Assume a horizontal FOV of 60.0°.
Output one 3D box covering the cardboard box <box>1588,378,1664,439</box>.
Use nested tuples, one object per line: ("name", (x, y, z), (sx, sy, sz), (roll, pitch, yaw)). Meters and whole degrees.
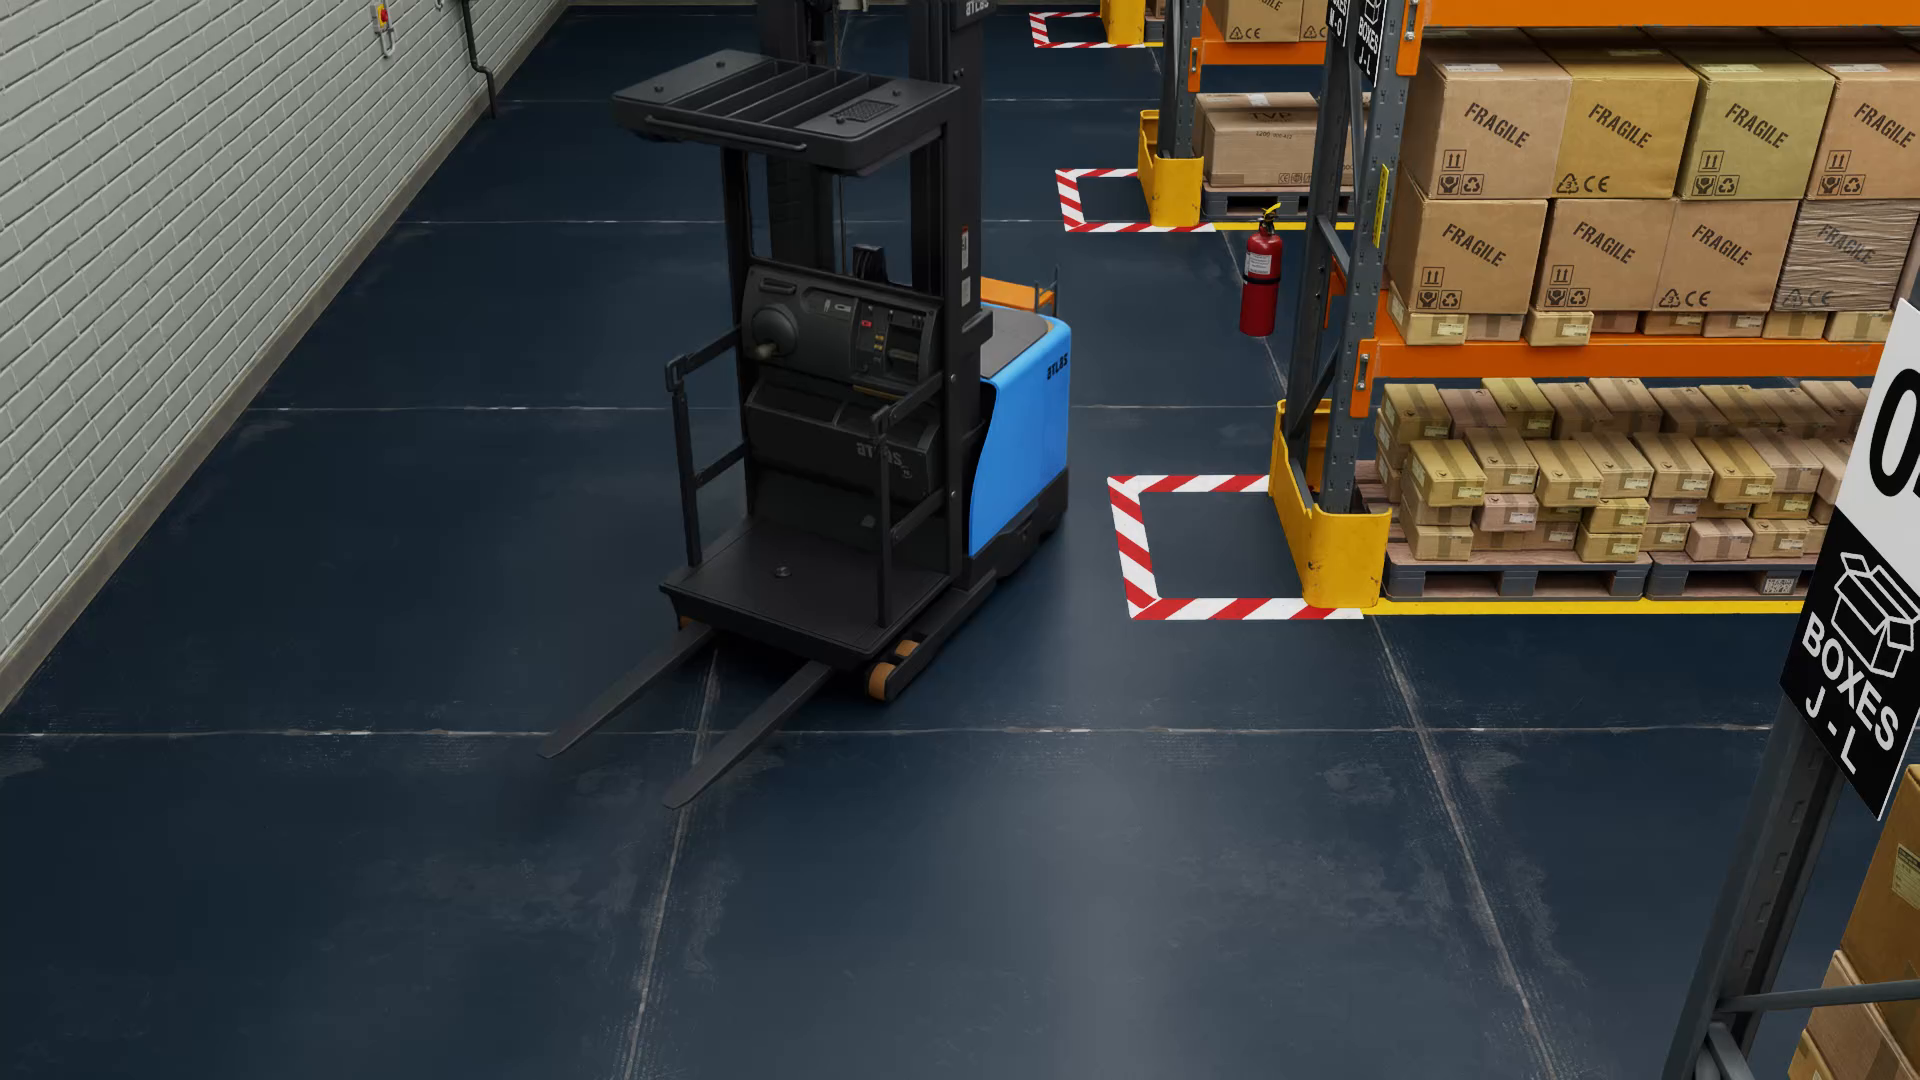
("cardboard box", (3.270, -0.652, 8.202), (0.250, 0.149, 0.380), (1, 31, 2))

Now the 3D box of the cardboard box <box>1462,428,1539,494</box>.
("cardboard box", (2.505, -0.372, 7.741), (0.250, 0.149, 0.380), (0, 31, 1))

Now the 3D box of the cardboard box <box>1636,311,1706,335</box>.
("cardboard box", (3.084, -1.047, 7.326), (0.250, 0.149, 0.380), (0, 31, -1))

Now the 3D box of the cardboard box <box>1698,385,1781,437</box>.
("cardboard box", (3.796, -0.610, 8.134), (0.250, 0.149, 0.380), (0, 31, 0))

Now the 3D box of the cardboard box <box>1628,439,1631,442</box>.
("cardboard box", (3.268, -0.517, 8.266), (0.250, 0.149, 0.380), (0, 31, 0))

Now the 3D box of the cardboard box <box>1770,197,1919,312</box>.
("cardboard box", (3.690, -1.311, 7.136), (0.500, 0.500, 0.500), (-1, 31, -2))

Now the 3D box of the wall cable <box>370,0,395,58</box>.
("wall cable", (-4.065, -4.253, 11.359), (0.123, 1.953, 0.585), (0, 31, 0))

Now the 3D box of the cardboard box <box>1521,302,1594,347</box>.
("cardboard box", (2.554, -0.987, 7.227), (0.250, 0.149, 0.380), (-1, 31, -2))

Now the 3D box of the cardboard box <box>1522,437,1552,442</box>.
("cardboard box", (2.750, -0.508, 8.253), (0.250, 0.149, 0.380), (-1, 31, -2))

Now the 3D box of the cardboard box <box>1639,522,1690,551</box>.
("cardboard box", (3.251, -0.106, 7.877), (0.250, 0.149, 0.380), (0, 31, 0))

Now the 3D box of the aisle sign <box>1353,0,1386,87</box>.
("aisle sign", (1.633, -2.224, 6.517), (0.004, 0.787, 0.394), (0, 31, 0))

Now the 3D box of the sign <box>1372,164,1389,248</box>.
("sign", (1.708, -1.357, 6.760), (0.005, 0.325, 0.100), (0, 31, 0))

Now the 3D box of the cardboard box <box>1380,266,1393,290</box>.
("cardboard box", (2.029, -1.308, 7.757), (0.250, 0.149, 0.380), (0, 31, 0))

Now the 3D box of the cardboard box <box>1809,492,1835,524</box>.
("cardboard box", (4.079, -0.234, 7.801), (0.250, 0.149, 0.380), (-2, 31, -3))

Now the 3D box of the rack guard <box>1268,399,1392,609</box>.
("rack guard", (1.780, -0.200, 8.097), (0.348, 0.500, 1.175), (0, 31, 0))

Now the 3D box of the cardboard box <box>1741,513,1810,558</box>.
("cardboard box", (3.777, -0.076, 7.827), (0.250, 0.149, 0.380), (0, 31, 0))

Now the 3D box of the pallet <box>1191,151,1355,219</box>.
("pallet", (2.373, -2.686, 12.474), (1.213, 0.211, 1.003), (0, 31, 0))

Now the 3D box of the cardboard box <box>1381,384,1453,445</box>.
("cardboard box", (2.232, -0.616, 8.144), (0.250, 0.149, 0.380), (0, 31, 0))

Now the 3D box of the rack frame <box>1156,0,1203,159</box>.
("rack frame", (1.574, -3.835, 11.680), (0.127, 3.000, 1.000), (0, 31, 0))

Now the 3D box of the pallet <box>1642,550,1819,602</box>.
("pallet", (3.810, -0.063, 8.150), (1.213, 0.211, 1.003), (0, 31, 0))

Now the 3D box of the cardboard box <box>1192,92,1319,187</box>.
("cardboard box", (2.233, -2.974, 12.324), (0.875, 0.438, 0.875), (-1, 31, -2))

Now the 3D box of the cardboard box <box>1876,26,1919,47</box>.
("cardboard box", (4.229, -2.008, 7.321), (0.500, 0.500, 0.500), (0, 31, 1))

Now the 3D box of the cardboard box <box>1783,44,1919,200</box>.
("cardboard box", (3.689, -1.728, 6.859), (0.500, 0.500, 0.500), (-1, 31, -2))

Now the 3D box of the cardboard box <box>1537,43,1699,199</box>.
("cardboard box", (2.660, -1.734, 6.869), (0.500, 0.500, 0.500), (1, 31, 1))

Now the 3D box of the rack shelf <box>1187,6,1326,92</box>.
("rack shelf", (3.574, -3.534, 11.877), (4.000, 0.370, 1.077), (0, 31, 0))

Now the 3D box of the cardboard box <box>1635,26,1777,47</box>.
("cardboard box", (3.187, -2.004, 7.314), (0.500, 0.500, 0.500), (1, 31, 2))

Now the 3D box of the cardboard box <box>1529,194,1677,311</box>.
("cardboard box", (2.690, -1.311, 7.136), (0.500, 0.500, 0.500), (0, 31, 0))

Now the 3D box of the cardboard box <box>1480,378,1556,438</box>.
("cardboard box", (2.742, -0.654, 8.206), (0.250, 0.149, 0.380), (-1, 31, -1))

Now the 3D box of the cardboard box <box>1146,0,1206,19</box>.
("cardboard box", (2.152, -5.475, 16.384), (0.637, 0.503, 0.797), (-1, 31, -2))

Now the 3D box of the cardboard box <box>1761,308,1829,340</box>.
("cardboard box", (3.590, -1.023, 7.287), (0.250, 0.149, 0.380), (1, 31, 2))

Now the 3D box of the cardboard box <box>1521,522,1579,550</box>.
("cardboard box", (2.740, -0.112, 7.887), (0.250, 0.149, 0.380), (0, 31, 0))

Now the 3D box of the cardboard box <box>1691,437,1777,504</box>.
("cardboard box", (3.546, -0.323, 7.661), (0.250, 0.149, 0.380), (0, 31, 0))

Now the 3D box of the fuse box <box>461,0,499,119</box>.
("fuse box", (-3.932, -4.345, 13.762), (0.414, 1.711, 0.539), (0, 31, 0))

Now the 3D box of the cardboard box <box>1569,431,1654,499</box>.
("cardboard box", (3.006, -0.350, 7.705), (0.250, 0.149, 0.380), (-2, 31, -3))

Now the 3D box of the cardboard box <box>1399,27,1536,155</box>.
("cardboard box", (2.161, -1.996, 7.301), (0.500, 0.500, 0.500), (-1, 31, -1))

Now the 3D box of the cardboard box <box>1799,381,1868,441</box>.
("cardboard box", (4.315, -0.635, 8.174), (0.250, 0.149, 0.380), (0, 31, 1))

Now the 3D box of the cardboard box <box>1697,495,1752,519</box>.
("cardboard box", (3.541, -0.260, 7.843), (0.250, 0.149, 0.380), (1, 31, 2))

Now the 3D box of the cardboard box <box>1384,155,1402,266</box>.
("cardboard box", (2.152, -1.573, 7.568), (0.500, 0.500, 0.500), (0, 31, 1))

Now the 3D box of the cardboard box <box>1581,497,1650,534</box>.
("cardboard box", (3.006, -0.187, 7.724), (0.250, 0.149, 0.380), (1, 31, 1))

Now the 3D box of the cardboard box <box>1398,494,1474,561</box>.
("cardboard box", (2.230, -0.064, 7.808), (0.250, 0.149, 0.380), (0, 31, 1))

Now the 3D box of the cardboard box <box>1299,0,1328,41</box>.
("cardboard box", (2.561, -3.747, 11.437), (0.500, 0.500, 0.500), (-1, 31, -1))

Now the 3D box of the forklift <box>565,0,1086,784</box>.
("forklift", (-0.533, -0.909, 6.922), (1.130, 2.935, 3.031), (16, 35, 25))

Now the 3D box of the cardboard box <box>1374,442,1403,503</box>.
("cardboard box", (2.230, -0.339, 8.260), (0.250, 0.149, 0.380), (0, 31, 1))

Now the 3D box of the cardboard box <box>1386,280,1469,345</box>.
("cardboard box", (2.030, -0.992, 7.235), (0.250, 0.149, 0.380), (0, 31, -1))

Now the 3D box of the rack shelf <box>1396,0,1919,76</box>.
("rack shelf", (3.704, -2.249, 6.867), (4.000, 0.370, 1.077), (0, 31, 0))

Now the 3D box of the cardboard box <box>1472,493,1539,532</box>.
("cardboard box", (2.504, -0.196, 7.738), (0.250, 0.149, 0.380), (0, 31, -1))

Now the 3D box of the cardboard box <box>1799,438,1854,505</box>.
("cardboard box", (4.046, -0.317, 7.651), (0.250, 0.149, 0.380), (-1, 31, -2))

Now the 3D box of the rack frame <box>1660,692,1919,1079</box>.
("rack frame", (1.633, 1.305, 3.207), (0.127, 3.000, 1.000), (0, 31, 0))

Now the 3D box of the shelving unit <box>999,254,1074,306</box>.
("shelving unit", (0.291, -0.915, 8.602), (0.503, 1.200, 0.258), (16, 35, 24))

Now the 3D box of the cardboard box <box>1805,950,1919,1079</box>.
("cardboard box", (2.116, 1.103, 3.399), (0.500, 0.250, 0.500), (-1, 31, -1))

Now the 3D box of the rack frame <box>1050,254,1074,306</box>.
("rack frame", (0.505, -0.855, 8.502), (0.015, 1.200, 0.240), (16, 35, 24))
